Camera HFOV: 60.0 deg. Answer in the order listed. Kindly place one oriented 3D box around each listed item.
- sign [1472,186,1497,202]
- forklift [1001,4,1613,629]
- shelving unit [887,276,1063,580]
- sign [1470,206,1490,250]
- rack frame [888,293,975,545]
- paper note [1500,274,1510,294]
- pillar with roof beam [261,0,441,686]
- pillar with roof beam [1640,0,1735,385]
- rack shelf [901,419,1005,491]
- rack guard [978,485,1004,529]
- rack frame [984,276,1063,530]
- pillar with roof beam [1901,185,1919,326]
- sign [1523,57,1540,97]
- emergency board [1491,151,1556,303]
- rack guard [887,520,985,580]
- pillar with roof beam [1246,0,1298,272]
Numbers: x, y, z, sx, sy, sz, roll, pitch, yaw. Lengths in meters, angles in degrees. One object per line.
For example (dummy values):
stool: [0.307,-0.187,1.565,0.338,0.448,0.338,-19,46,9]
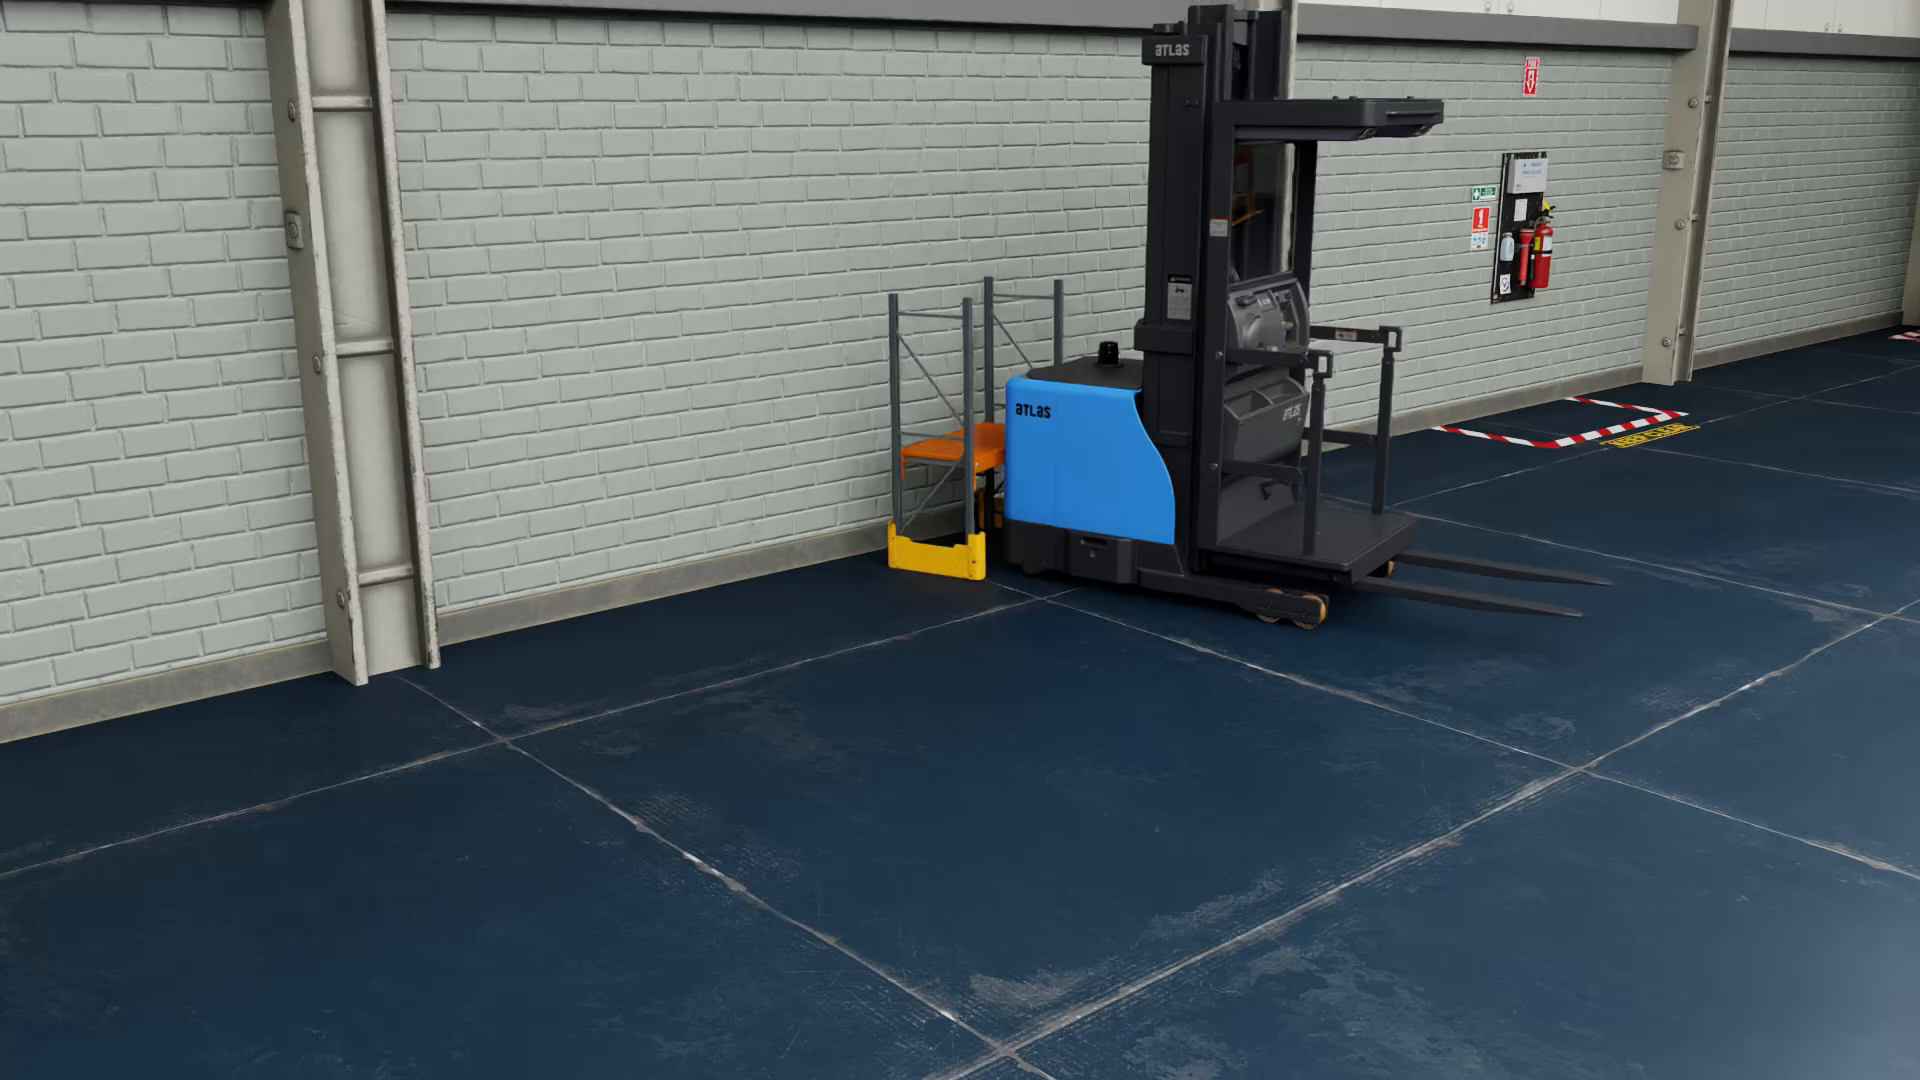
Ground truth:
sign: [4.071,-2.689,12.909,0.331,0.109,0.001,-13,19,-39]
forklift: [1.741,-1.138,8.329,3.031,2.935,1.130,9,18,32]
shelving unit: [0.116,-0.663,9.294,0.587,1.500,1.083,8,17,30]
sign: [4.062,-2.434,12.981,0.234,0.329,0.001,-13,19,-39]
rack frame: [-0.148,-0.549,8.864,0.500,1.500,0.032,8,17,30]
paper note: [4.368,-2.048,13.313,0.142,0.148,0.016,-13,19,-39]
pillar with roof beam: [0.209,-2.929,3.278,0.400,9.000,9.100,-13,19,-39]
pillar with roof beam: [9.262,-4.962,10.889,0.400,9.000,9.100,-13,19,-39]
rack shelf: [0.113,-0.487,9.331,0.538,0.185,1.000,8,17,30]
rack guard: [0.377,-0.167,9.864,0.587,0.250,0.087,8,17,30]
rack frame: [0.371,-0.773,9.709,0.500,1.500,0.032,8,17,30]
pillar with roof beam: [13.788,-5.978,14.694,0.400,9.000,9.100,-13,19,-39]
sign: [4.475,-3.628,13.029,0.199,0.298,0.001,-13,19,-39]
emergency board: [4.547,-2.490,13.261,0.643,1.169,0.194,-13,19,-39]
rack guard: [-0.131,0.052,9.036,0.587,0.250,0.087,8,17,30]
pillar with roof beam: [4.736,-3.945,7.083,0.400,9.000,9.100,-13,19,-39]
